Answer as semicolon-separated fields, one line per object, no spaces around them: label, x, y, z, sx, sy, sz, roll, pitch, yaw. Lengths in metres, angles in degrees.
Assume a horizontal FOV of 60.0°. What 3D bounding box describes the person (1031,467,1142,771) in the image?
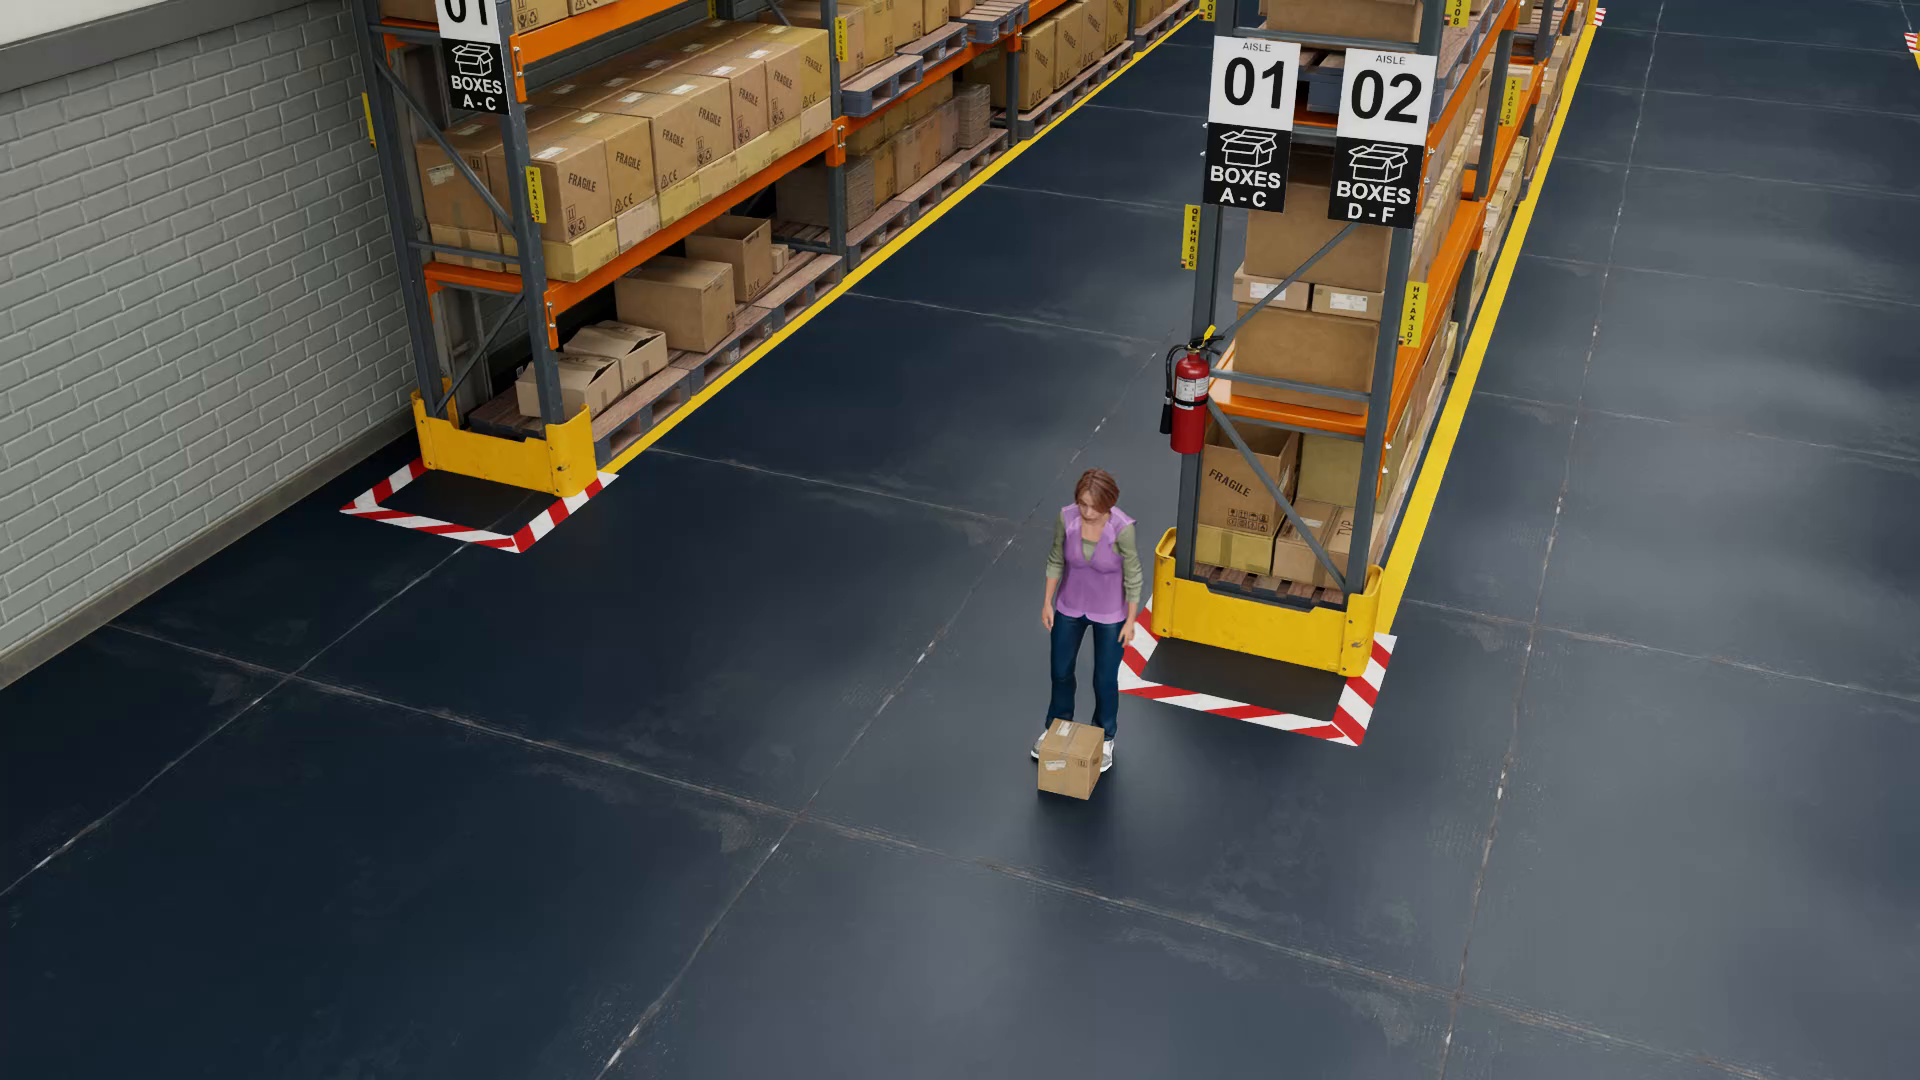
person;0.609;0.353;7.786;0.467;1.592;0.349;11;32;19
